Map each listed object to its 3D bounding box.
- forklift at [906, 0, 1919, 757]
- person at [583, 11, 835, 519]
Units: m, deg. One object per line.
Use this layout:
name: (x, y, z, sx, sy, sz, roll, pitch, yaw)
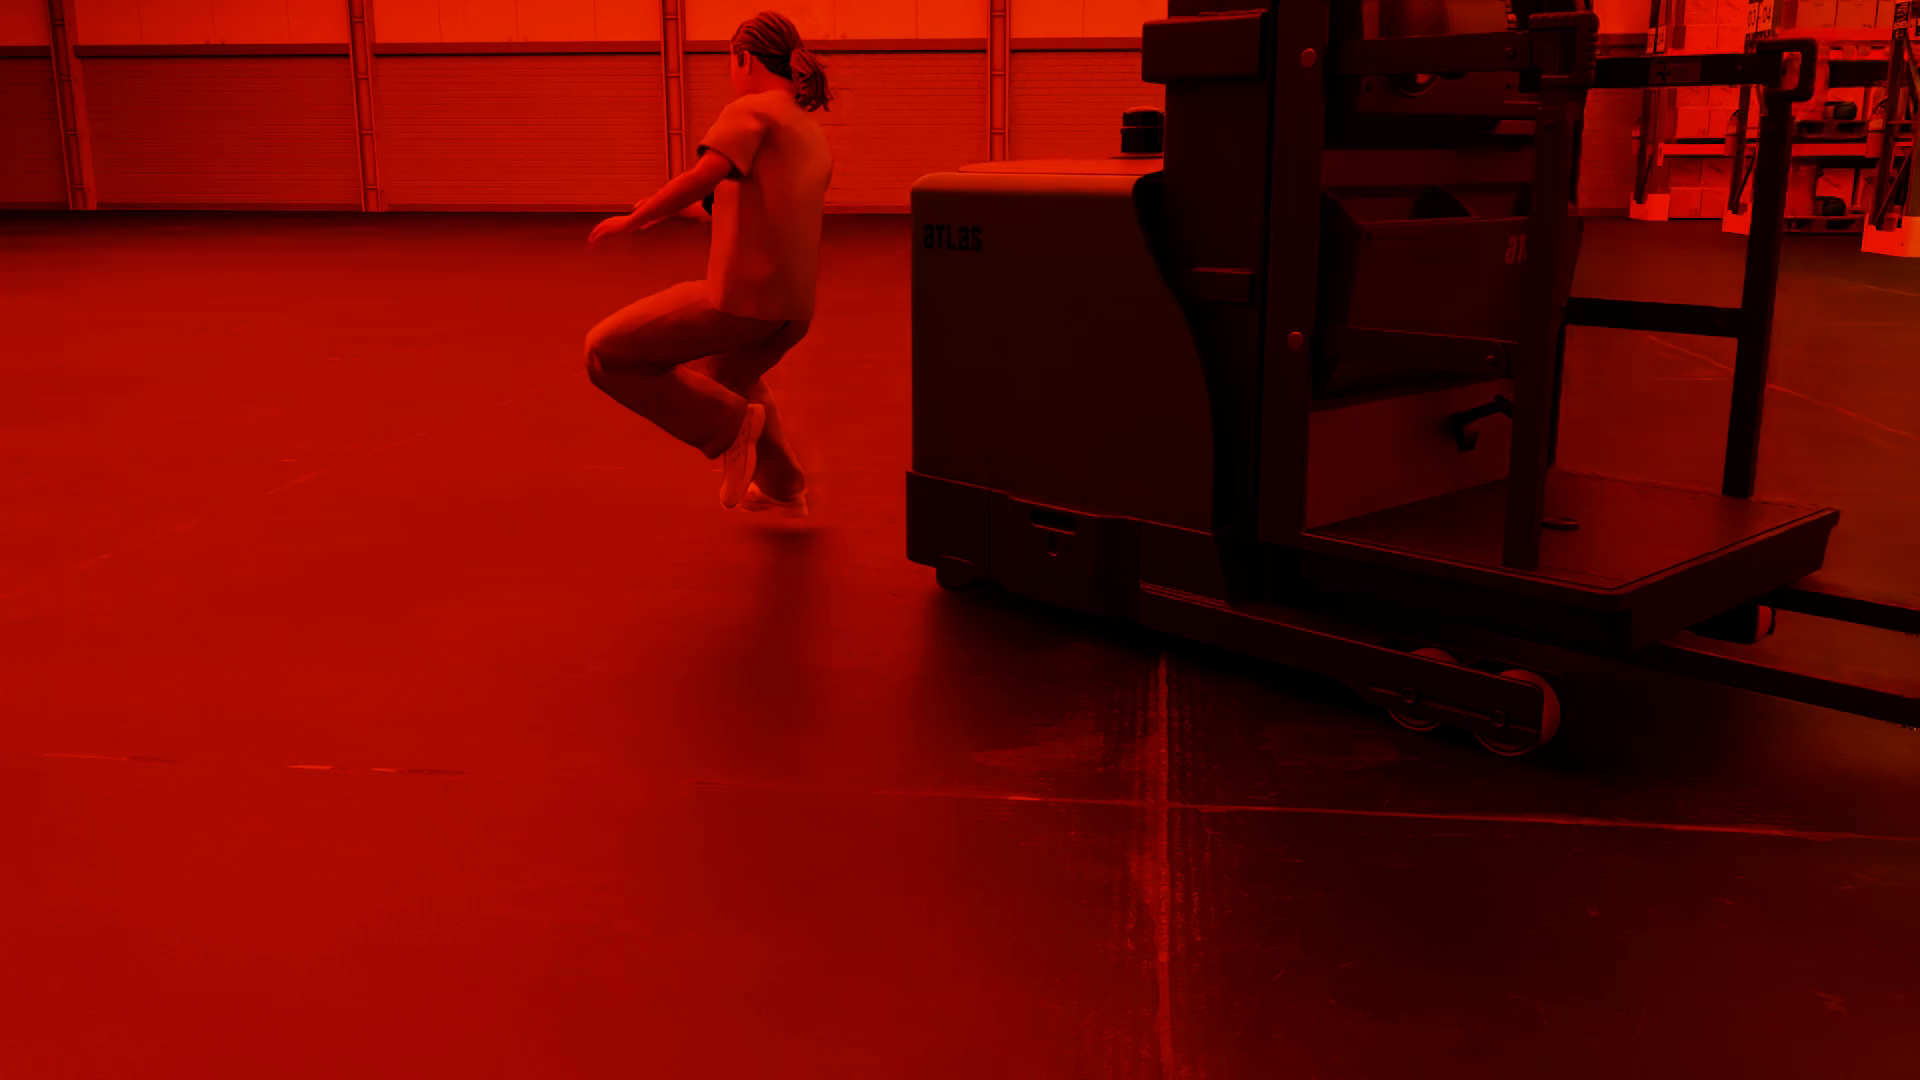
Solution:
forklift: (1.234, -1.144, 3.404, 1.130, 2.935, 3.031, -12, 18, -42)
person: (-0.706, -0.717, 4.641, 0.761, 1.455, 0.818, 6, 14, 24)
